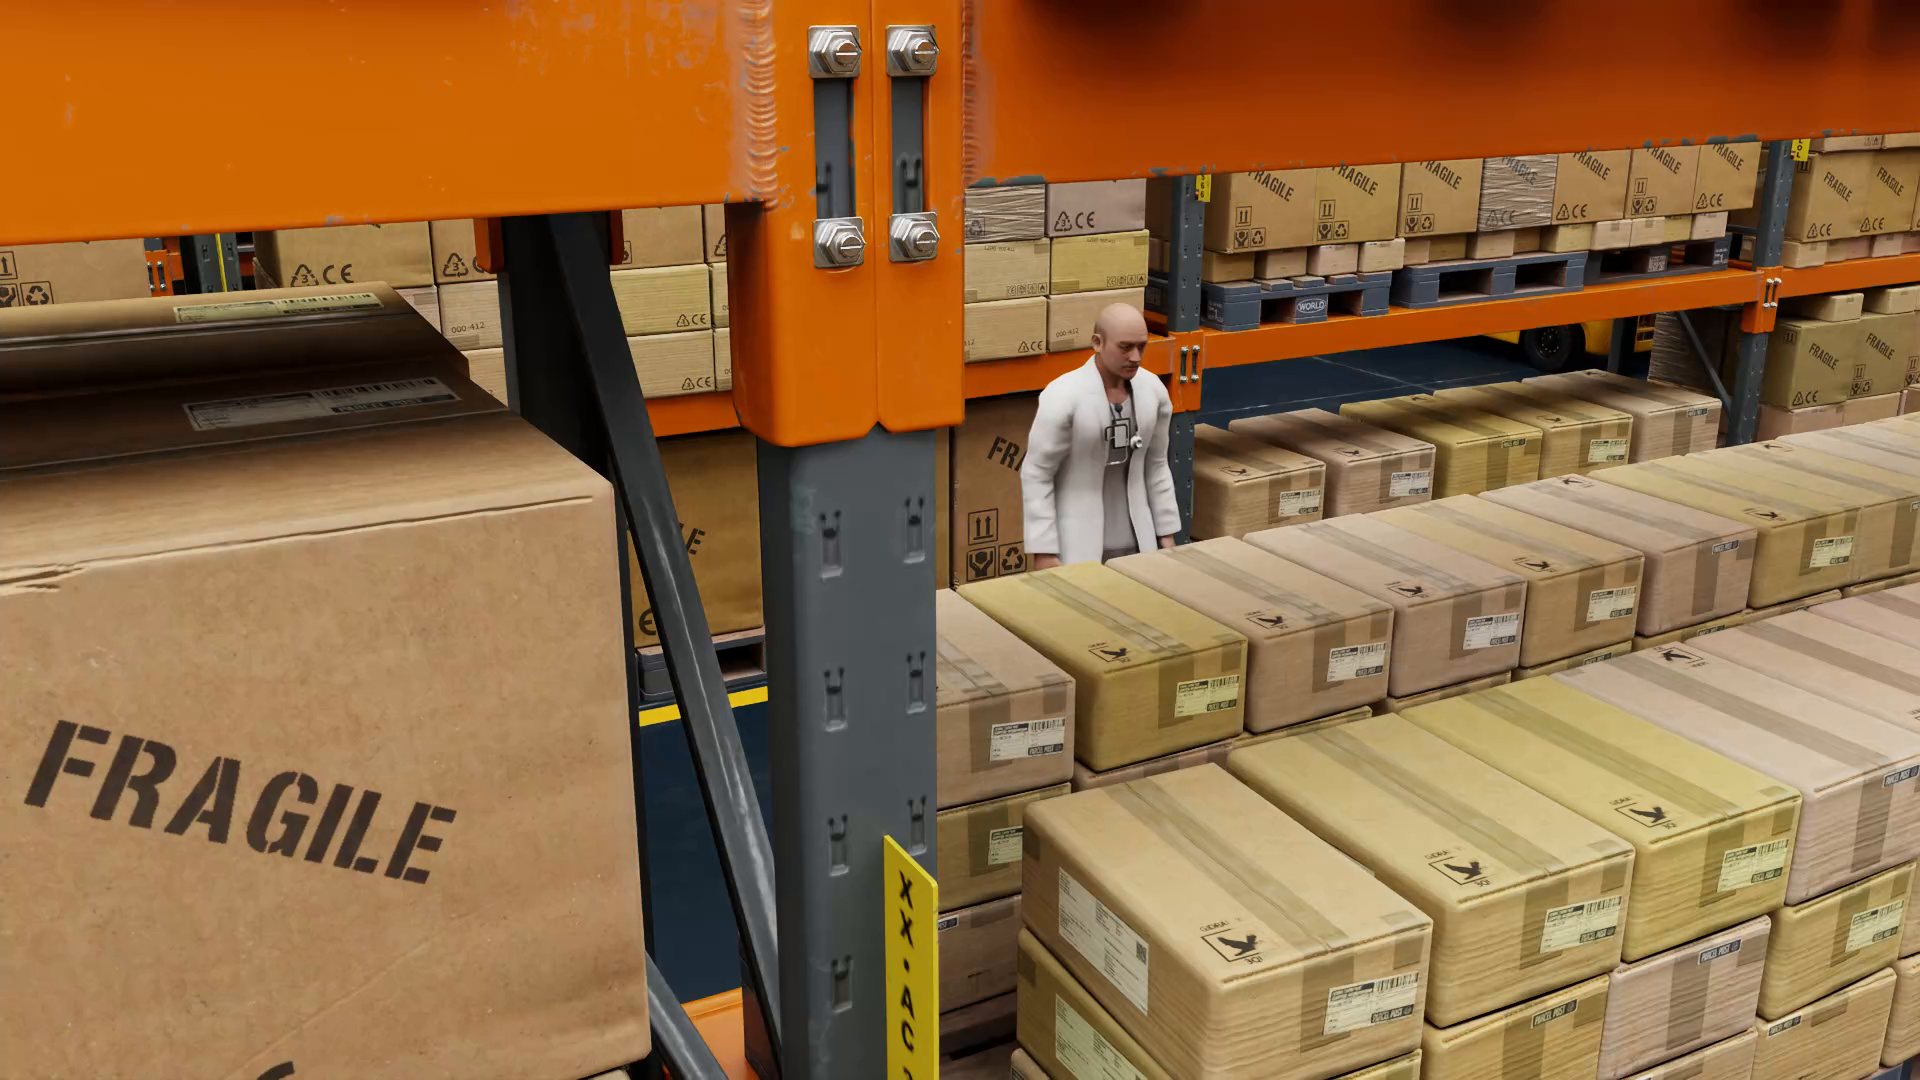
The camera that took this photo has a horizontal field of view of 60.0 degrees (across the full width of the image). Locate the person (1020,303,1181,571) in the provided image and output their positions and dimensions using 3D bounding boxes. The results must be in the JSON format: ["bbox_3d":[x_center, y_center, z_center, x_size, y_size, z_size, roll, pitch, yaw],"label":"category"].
[{"bbox_3d":[0.516,0.020,6.021,0.644,1.774,0.425,-9,20,-26],"label":"person"}]
